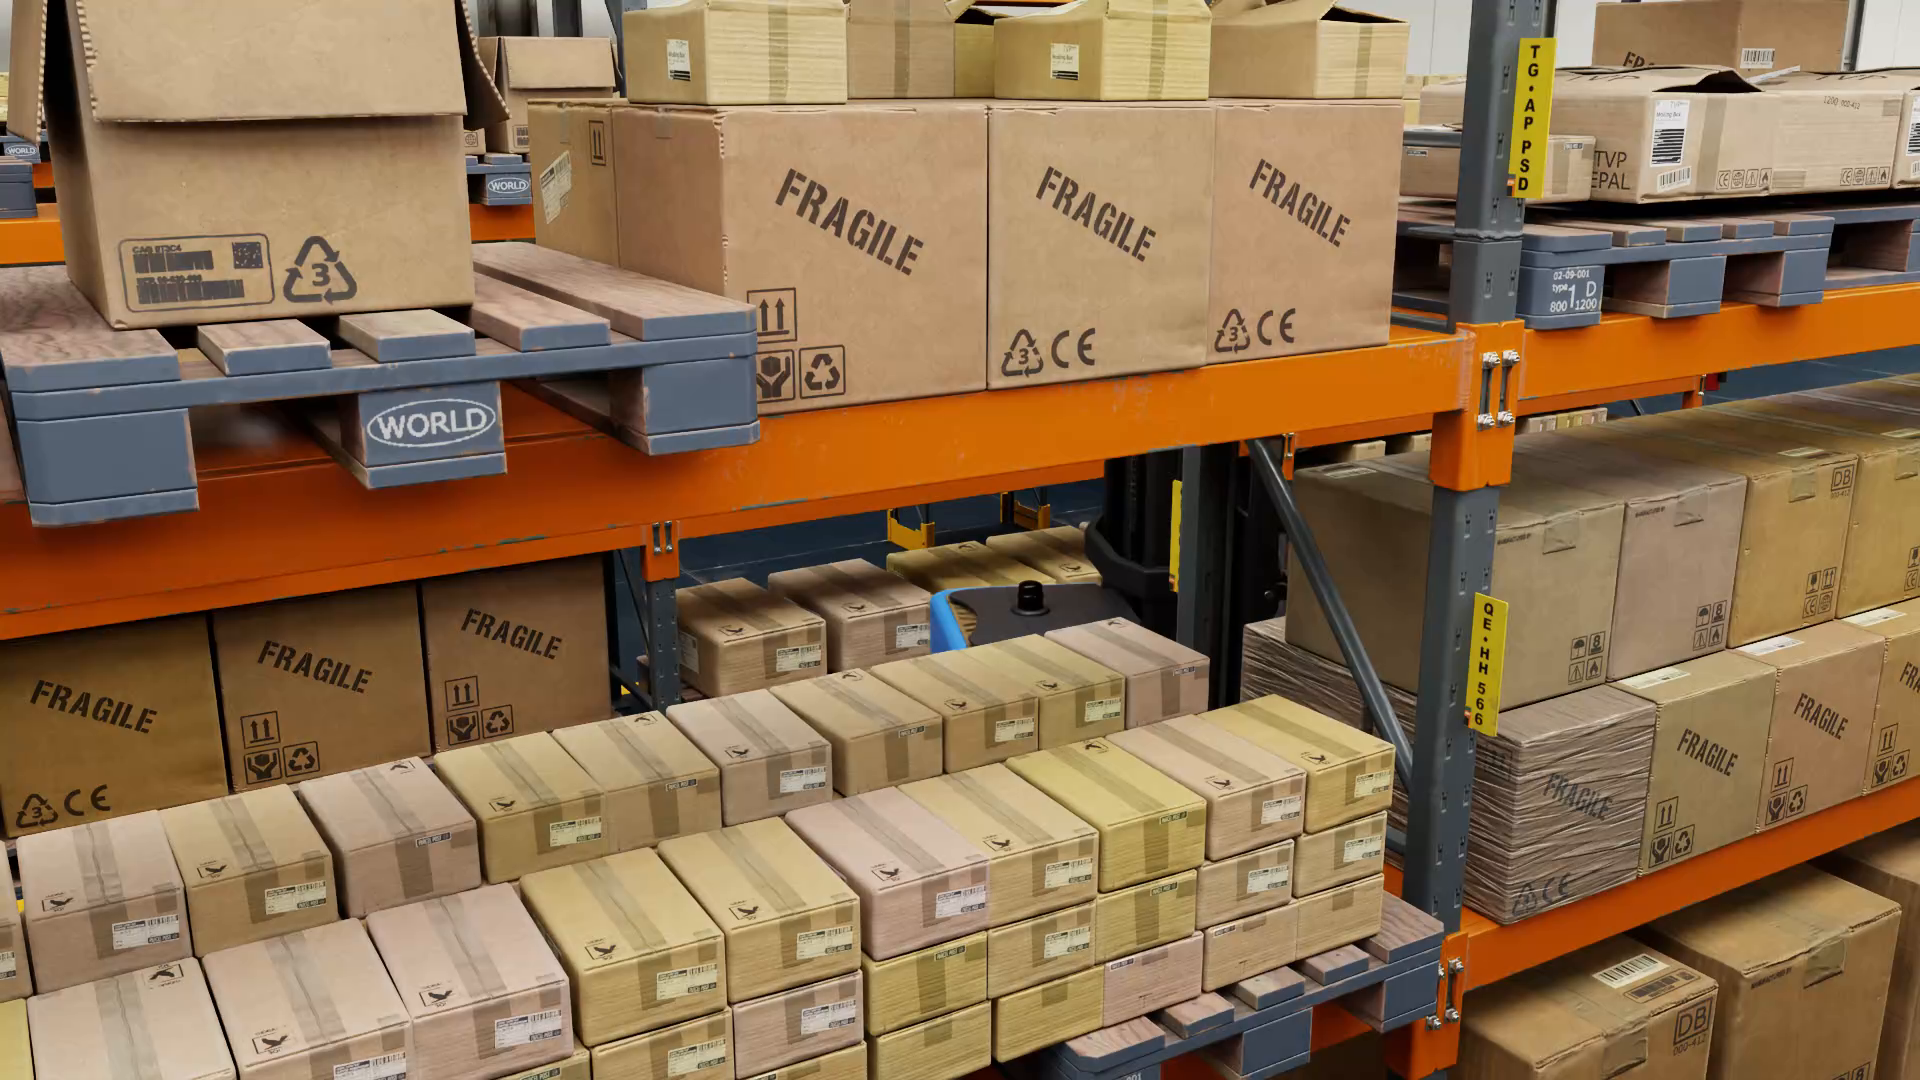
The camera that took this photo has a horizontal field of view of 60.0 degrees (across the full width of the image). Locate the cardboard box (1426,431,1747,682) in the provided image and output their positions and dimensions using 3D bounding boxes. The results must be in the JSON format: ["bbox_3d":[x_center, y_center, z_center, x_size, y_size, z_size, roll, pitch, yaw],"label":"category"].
[{"bbox_3d":[1.743,0.023,4.734,0.500,0.500,0.700,-10,18,-31],"label":"cardboard box"}]

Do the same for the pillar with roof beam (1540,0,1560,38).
[{"bbox_3d":[8.881,-5.547,15.525,0.400,9.000,9.100,-9,18,-30],"label":"pillar with roof beam"}]

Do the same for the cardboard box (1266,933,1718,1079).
[{"bbox_3d":[1.488,1.500,4.891,0.750,0.750,1.050,-9,18,-30],"label":"cardboard box"}]

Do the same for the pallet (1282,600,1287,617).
[{"bbox_3d":[2.270,0.237,11.174,1.213,0.211,1.003,-9,18,-30],"label":"pallet"}]

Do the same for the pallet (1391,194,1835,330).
[{"bbox_3d":[1.444,-0.772,4.400,1.003,0.211,1.213,-8,18,-27],"label":"pallet"}]

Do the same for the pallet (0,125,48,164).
[{"bbox_3d":[-6.222,-2.613,10.966,1.003,0.211,1.213,-9,18,-30],"label":"pallet"}]

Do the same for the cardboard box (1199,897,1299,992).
[{"bbox_3d":[0.520,0.811,3.648,0.250,0.149,0.380,-9,18,-30],"label":"cardboard box"}]

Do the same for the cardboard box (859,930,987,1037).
[{"bbox_3d":[-0.151,0.776,3.221,0.250,0.149,0.380,-9,18,-30],"label":"cardboard box"}]

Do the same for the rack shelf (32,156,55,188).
[{"bbox_3d":[-5.990,-2.416,11.247,4.000,0.370,1.077,-9,18,-30],"label":"rack shelf"}]

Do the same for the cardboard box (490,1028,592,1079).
[{"bbox_3d":[-0.812,0.883,2.840,0.250,0.149,0.380,-10,18,-31],"label":"cardboard box"}]

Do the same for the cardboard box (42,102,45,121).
[{"bbox_3d":[-5.939,-2.783,10.726,0.250,0.149,0.380,-9,18,-28],"label":"cardboard box"}]

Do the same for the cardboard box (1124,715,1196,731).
[{"bbox_3d":[0.402,0.479,4.280,0.250,0.149,0.380,-8,18,-27],"label":"cardboard box"}]

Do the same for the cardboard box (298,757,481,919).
[{"bbox_3d":[-1.148,0.589,3.336,0.250,0.149,0.380,-10,19,-32],"label":"cardboard box"}]

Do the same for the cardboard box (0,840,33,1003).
[{"bbox_3d":[-1.813,0.697,2.950,0.250,0.149,0.380,-10,18,-31],"label":"cardboard box"}]

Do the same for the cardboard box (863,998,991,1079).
[{"bbox_3d":[-0.146,0.918,3.265,0.250,0.149,0.380,-10,19,-32],"label":"cardboard box"}]

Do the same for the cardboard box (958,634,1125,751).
[{"bbox_3d":[0.195,0.373,4.109,0.250,0.149,0.380,-10,18,-31],"label":"cardboard box"}]

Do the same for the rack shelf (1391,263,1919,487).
[{"bbox_3d":[2.634,-0.693,5.100,4.000,0.370,1.077,-9,18,-30],"label":"rack shelf"}]

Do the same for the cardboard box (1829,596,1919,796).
[{"bbox_3d":[2.739,0.425,5.152,0.500,0.500,0.500,-9,18,-30],"label":"cardboard box"}]

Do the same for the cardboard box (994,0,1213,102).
[{"bbox_3d":[0.275,-0.987,3.213,0.258,0.266,0.396,-9,18,-30],"label":"cardboard box"}]

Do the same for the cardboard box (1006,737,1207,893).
[{"bbox_3d":[0.295,0.560,3.439,0.250,0.149,0.380,-9,18,-28],"label":"cardboard box"}]

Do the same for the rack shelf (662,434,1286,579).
[{"bbox_3d":[-0.002,-0.380,9.541,4.000,0.370,1.077,-9,18,-30],"label":"rack shelf"}]

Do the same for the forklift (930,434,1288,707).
[{"bbox_3d":[1.410,-0.085,7.281,3.031,2.935,1.130,-2,16,-8],"label":"forklift"}]

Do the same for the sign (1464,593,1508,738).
[{"bbox_3d":[1.207,0.288,3.828,0.005,0.325,0.100,-9,18,-30],"label":"sign"}]

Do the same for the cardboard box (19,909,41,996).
[{"bbox_3d":[-1.598,0.804,3.122,0.250,0.149,0.380,-10,18,-32],"label":"cardboard box"}]

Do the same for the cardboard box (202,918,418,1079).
[{"bbox_3d":[-1.043,0.778,2.663,0.250,0.149,0.380,-9,18,-30],"label":"cardboard box"}]

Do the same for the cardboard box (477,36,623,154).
[{"bbox_3d":[-1.962,-2.057,7.665,0.637,0.503,0.797,-11,19,-33],"label":"cardboard box"}]

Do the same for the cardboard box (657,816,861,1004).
[{"bbox_3d":[-0.374,0.669,3.053,0.250,0.149,0.380,-8,18,-27],"label":"cardboard box"}]

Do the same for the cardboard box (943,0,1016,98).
[{"bbox_3d":[-0.011,-1.114,3.666,0.258,0.266,0.396,-9,18,-30],"label":"cardboard box"}]

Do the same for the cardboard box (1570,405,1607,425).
[{"bbox_3d":[4.309,-0.874,11.695,0.250,0.149,0.380,-9,18,-28],"label":"cardboard box"}]

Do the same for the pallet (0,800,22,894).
[{"bbox_3d":[-4.522,1.326,7.290,1.213,0.211,1.003,-9,18,-30],"label":"pallet"}]

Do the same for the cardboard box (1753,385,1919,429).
[{"bbox_3d":[3.053,-0.190,5.493,0.500,0.500,0.700,-9,18,-29],"label":"cardboard box"}]

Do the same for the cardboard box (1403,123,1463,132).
[{"bbox_3d":[1.320,-1.033,4.451,0.250,0.166,0.380,-9,18,-30],"label":"cardboard box"}]

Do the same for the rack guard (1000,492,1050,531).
[{"bbox_3d":[0.492,-0.200,12.661,0.087,0.250,0.587,-9,18,-30],"label":"rack guard"}]

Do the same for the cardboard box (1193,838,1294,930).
[{"bbox_3d":[0.503,0.670,3.599,0.250,0.149,0.380,-8,18,-28],"label":"cardboard box"}]

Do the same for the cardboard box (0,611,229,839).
[{"bbox_3d":[-3.884,0.696,7.526,0.875,0.875,0.875,-9,18,-28],"label":"cardboard box"}]

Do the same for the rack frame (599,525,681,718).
[{"bbox_3d":[-1.716,-0.448,8.452,0.127,3.000,1.000,-9,18,-30],"label":"rack frame"}]

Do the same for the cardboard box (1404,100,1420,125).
[{"bbox_3d":[2.668,-2.591,10.266,0.500,0.250,0.500,-9,18,-30],"label":"cardboard box"}]

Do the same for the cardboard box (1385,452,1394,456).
[{"bbox_3d":[2.810,-0.340,10.994,0.500,0.500,0.500,-8,18,-27],"label":"cardboard box"}]

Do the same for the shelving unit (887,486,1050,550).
[{"bbox_3d":[0.065,-0.733,12.245,1.083,1.500,0.587,-9,18,-30],"label":"shelving unit"}]

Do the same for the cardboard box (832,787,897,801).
[{"bbox_3d":[-0.272,0.590,3.883,0.250,0.149,0.380,-9,18,-29],"label":"cardboard box"}]

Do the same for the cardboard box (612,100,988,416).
[{"bbox_3d":[-0.291,-0.530,3.002,0.500,0.500,0.500,-9,18,-30],"label":"cardboard box"}]

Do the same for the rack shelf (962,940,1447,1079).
[{"bbox_3d":[-0.795,1.307,3.522,4.000,0.370,1.077,-9,18,-30],"label":"rack shelf"}]

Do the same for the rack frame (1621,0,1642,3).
[{"bbox_3d":[5.141,-4.449,11.609,0.127,3.000,1.000,-9,18,-30],"label":"rack frame"}]

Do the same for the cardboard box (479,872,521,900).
[{"bbox_3d":[-0.930,0.697,3.503,0.250,0.149,0.380,-8,18,-28],"label":"cardboard box"}]

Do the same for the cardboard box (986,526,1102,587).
[{"bbox_3d":[0.650,0.233,10.112,0.625,0.372,0.950,-8,18,-26],"label":"cardboard box"}]

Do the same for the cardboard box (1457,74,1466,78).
[{"bbox_3d":[3.015,-2.834,10.393,0.250,0.149,0.380,-10,18,-32],"label":"cardboard box"}]

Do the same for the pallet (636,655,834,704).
[{"bbox_3d":[-1.045,0.786,9.215,1.213,0.211,1.003,-9,18,-30],"label":"pallet"}]

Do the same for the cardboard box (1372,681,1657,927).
[{"bbox_3d":[1.444,0.635,4.403,0.500,0.500,0.500,-9,18,-29],"label":"cardboard box"}]

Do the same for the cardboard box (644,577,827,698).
[{"bbox_3d":[-1.227,0.539,9.022,0.625,0.372,0.950,-11,19,-33],"label":"cardboard box"}]

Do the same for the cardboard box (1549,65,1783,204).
[{"bbox_3d":[1.654,-1.019,4.131,0.500,0.311,0.500,-9,18,-30],"label":"cardboard box"}]

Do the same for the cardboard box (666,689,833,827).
[{"bbox_3d":[-0.476,0.480,3.724,0.250,0.149,0.380,-8,18,-27],"label":"cardboard box"}]

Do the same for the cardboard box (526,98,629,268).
[{"bbox_3d":[-0.558,-0.650,3.428,0.500,0.500,0.500,-9,18,-30],"label":"cardboard box"}]
